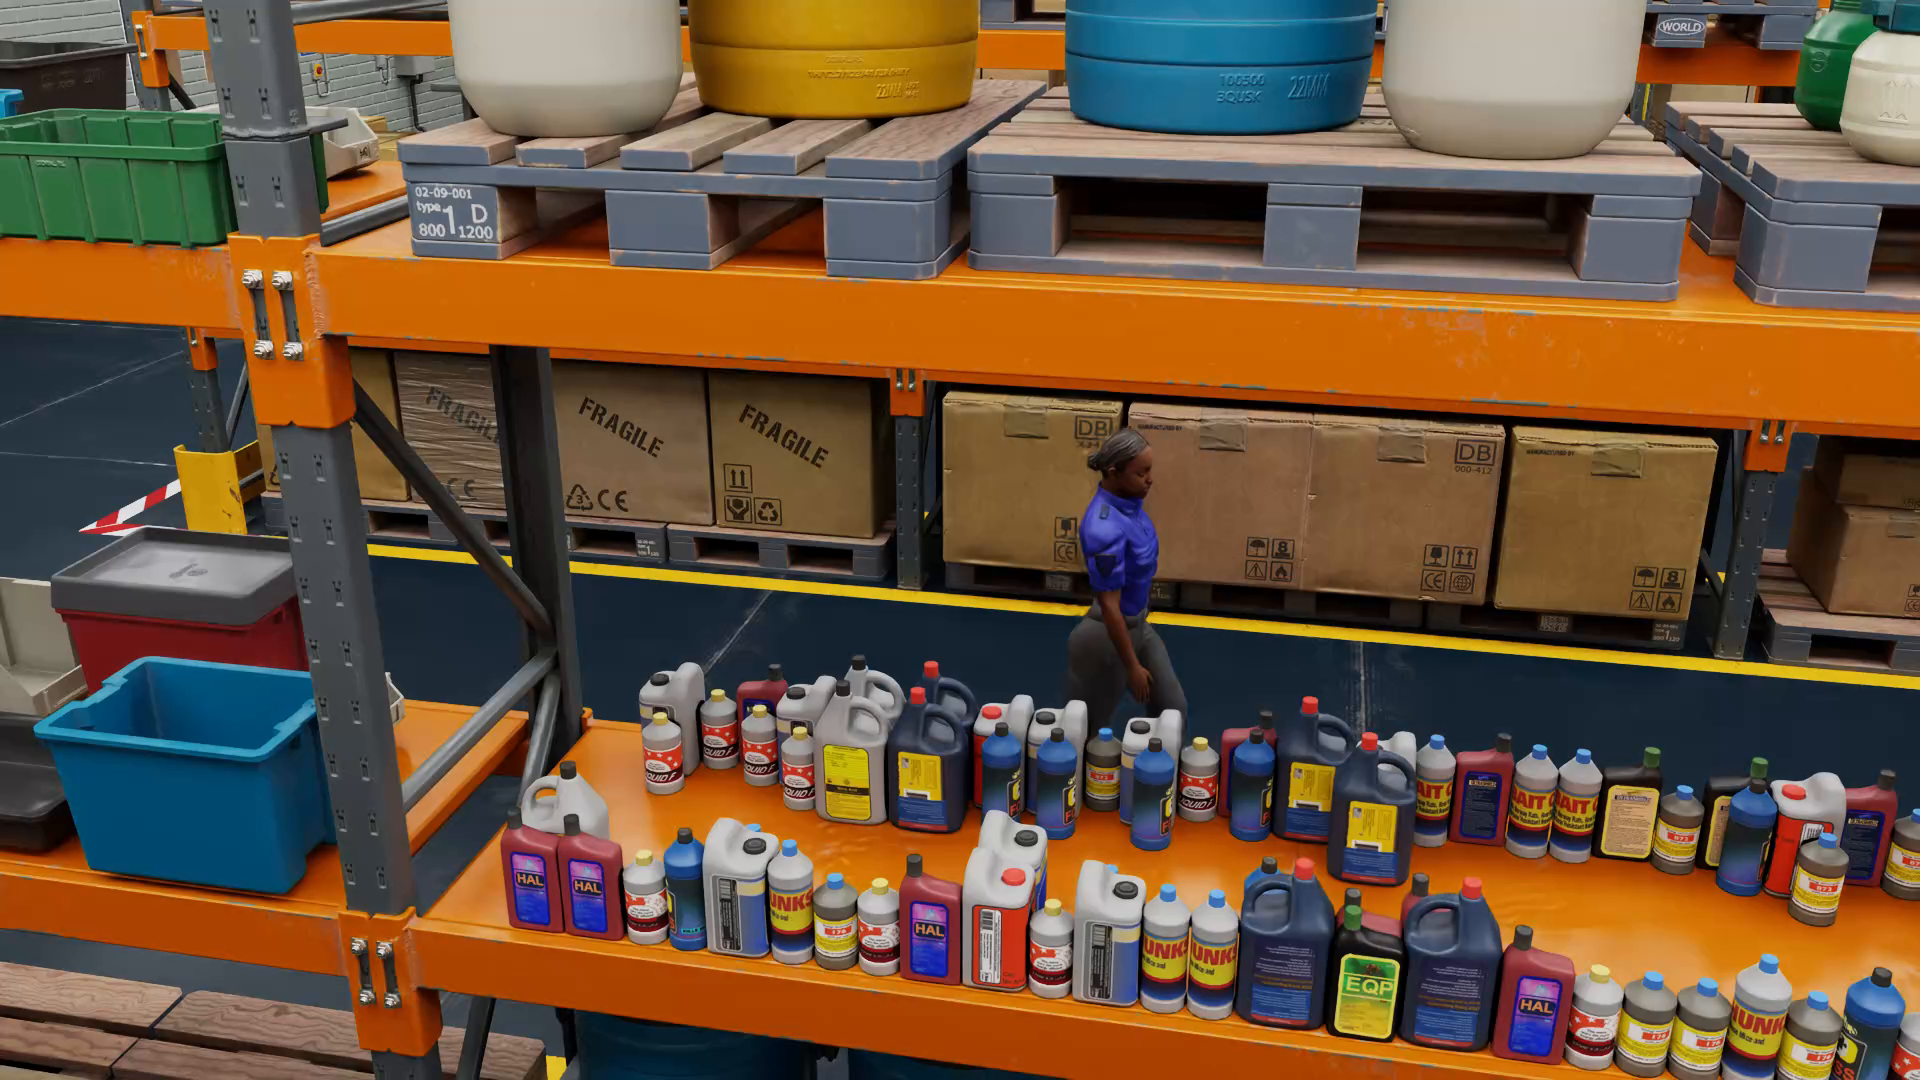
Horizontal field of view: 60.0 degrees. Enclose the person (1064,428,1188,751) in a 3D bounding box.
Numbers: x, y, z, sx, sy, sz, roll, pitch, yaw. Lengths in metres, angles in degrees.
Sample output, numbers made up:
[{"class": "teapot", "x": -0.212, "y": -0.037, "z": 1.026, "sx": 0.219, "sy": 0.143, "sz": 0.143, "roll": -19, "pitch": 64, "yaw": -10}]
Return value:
[{"class": "person", "x": 0.616, "y": 0.397, "z": 6.121, "sx": 0.698, "sy": 1.693, "sz": 0.494, "roll": 7, "pitch": 23, "yaw": 17}]
